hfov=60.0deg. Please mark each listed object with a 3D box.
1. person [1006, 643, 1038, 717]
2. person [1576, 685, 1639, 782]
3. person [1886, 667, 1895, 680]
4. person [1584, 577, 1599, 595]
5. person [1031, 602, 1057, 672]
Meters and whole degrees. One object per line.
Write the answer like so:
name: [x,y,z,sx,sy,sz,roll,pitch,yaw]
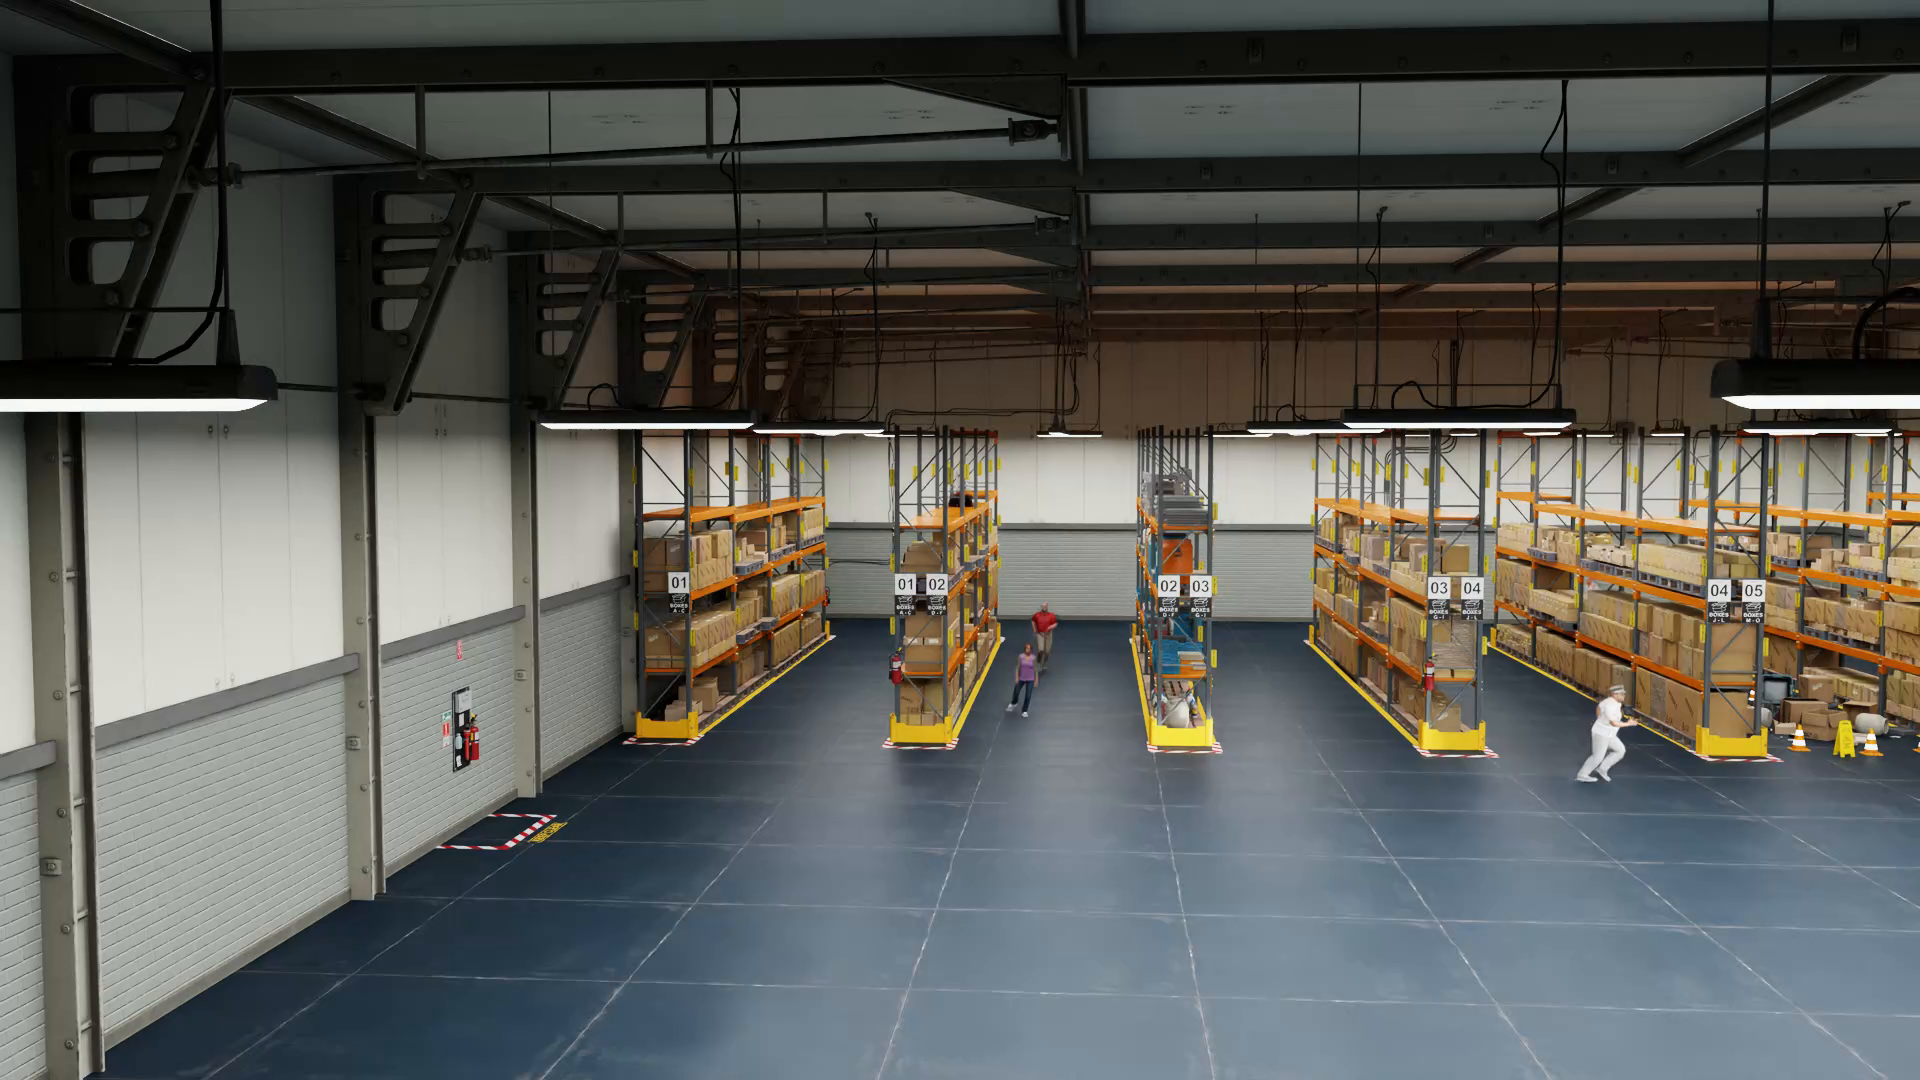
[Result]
person: [1.286,2.877,34.374,0.672,1.534,0.463,0,3,5]
person: [10.764,3.220,27.622,0.946,1.682,0.659,2,4,30]
person: [21.976,2.493,38.871,0.680,1.764,0.957,0,3,-3]
person: [18.605,1.899,49.018,0.799,1.784,0.568,-2,4,-28]
person: [2.093,2.404,41.068,0.628,1.727,0.688,0,3,-1]
